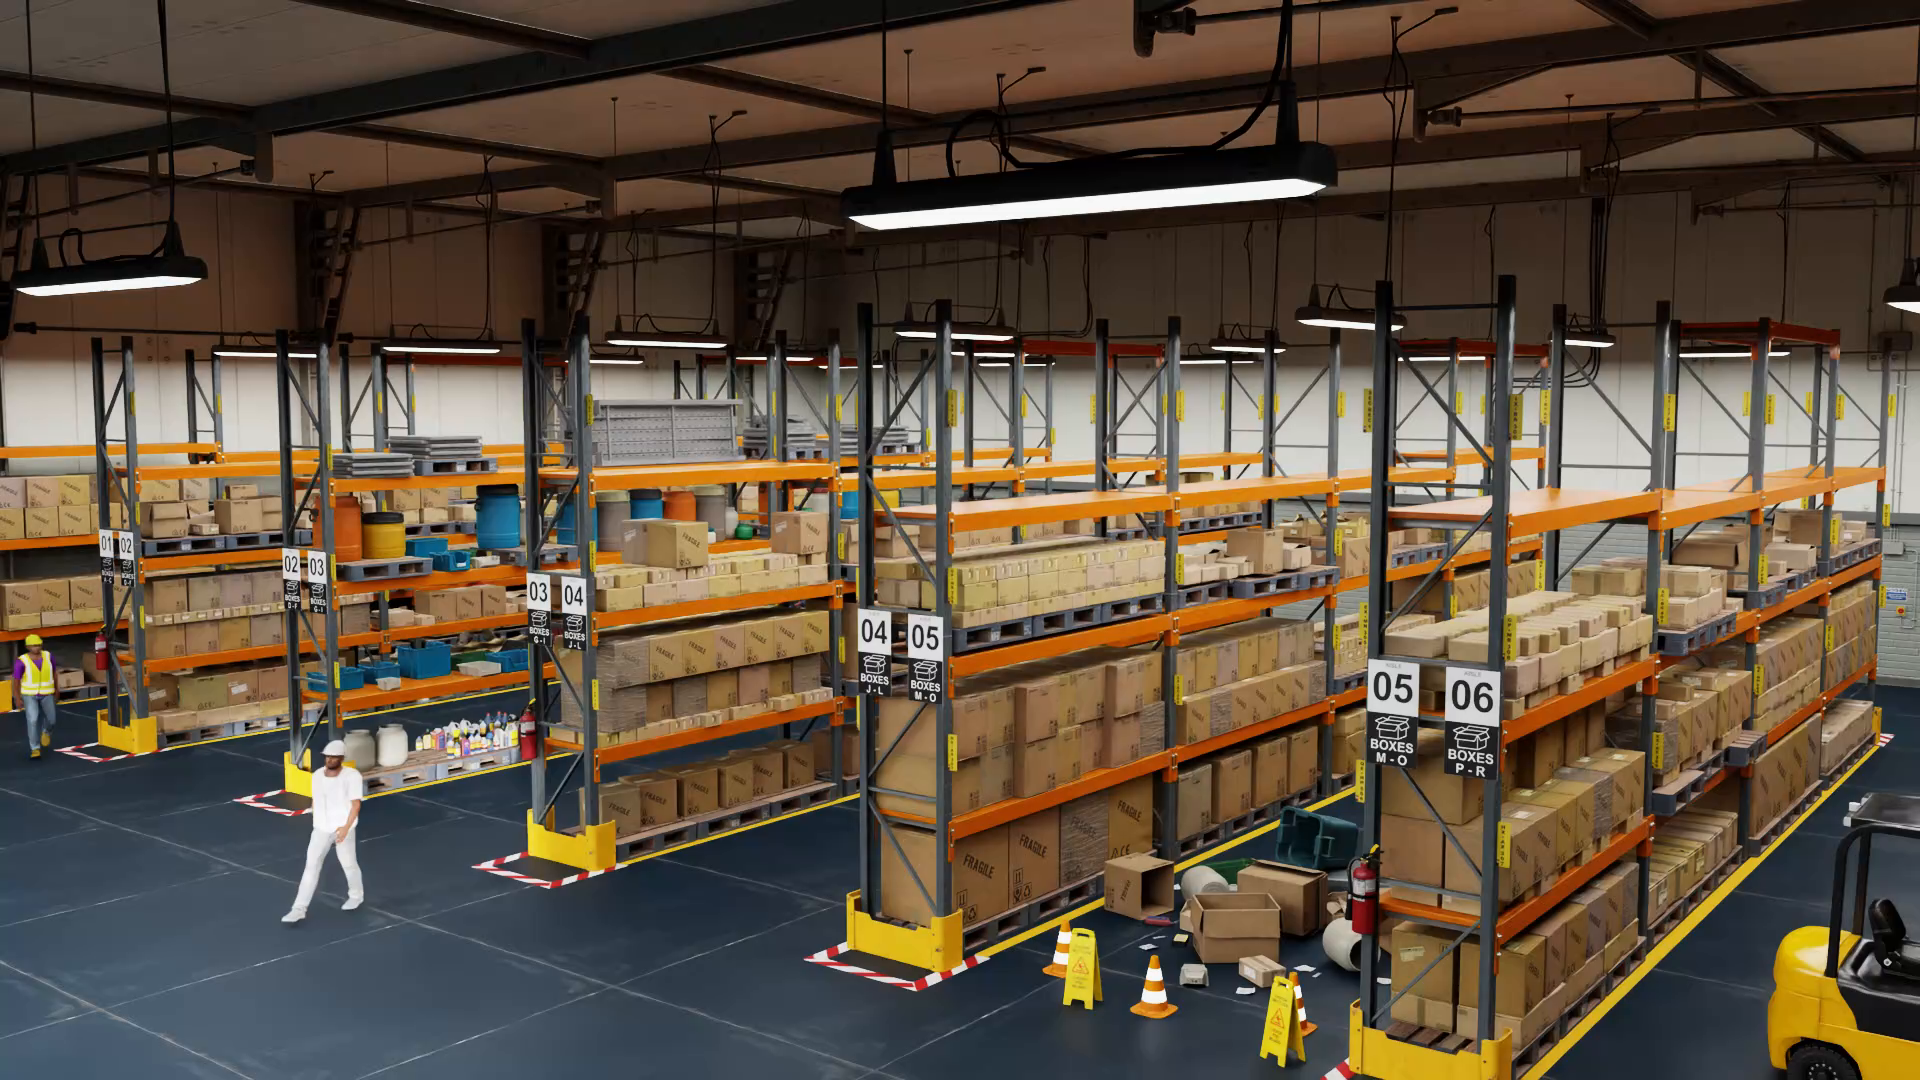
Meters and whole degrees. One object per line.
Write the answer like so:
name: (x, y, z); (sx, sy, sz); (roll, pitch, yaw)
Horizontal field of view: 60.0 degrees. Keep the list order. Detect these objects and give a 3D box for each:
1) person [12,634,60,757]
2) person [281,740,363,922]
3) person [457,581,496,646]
person: (-13.246, 2.206, 23.849); (0.589, 1.749, 0.753); (-3, 6, -33)
person: (-6.232, 2.855, 16.409); (0.629, 1.734, 0.907); (1, 5, 7)
person: (-9.670, 1.438, 32.985); (0.671, 1.658, 1.077); (3, 6, 29)
